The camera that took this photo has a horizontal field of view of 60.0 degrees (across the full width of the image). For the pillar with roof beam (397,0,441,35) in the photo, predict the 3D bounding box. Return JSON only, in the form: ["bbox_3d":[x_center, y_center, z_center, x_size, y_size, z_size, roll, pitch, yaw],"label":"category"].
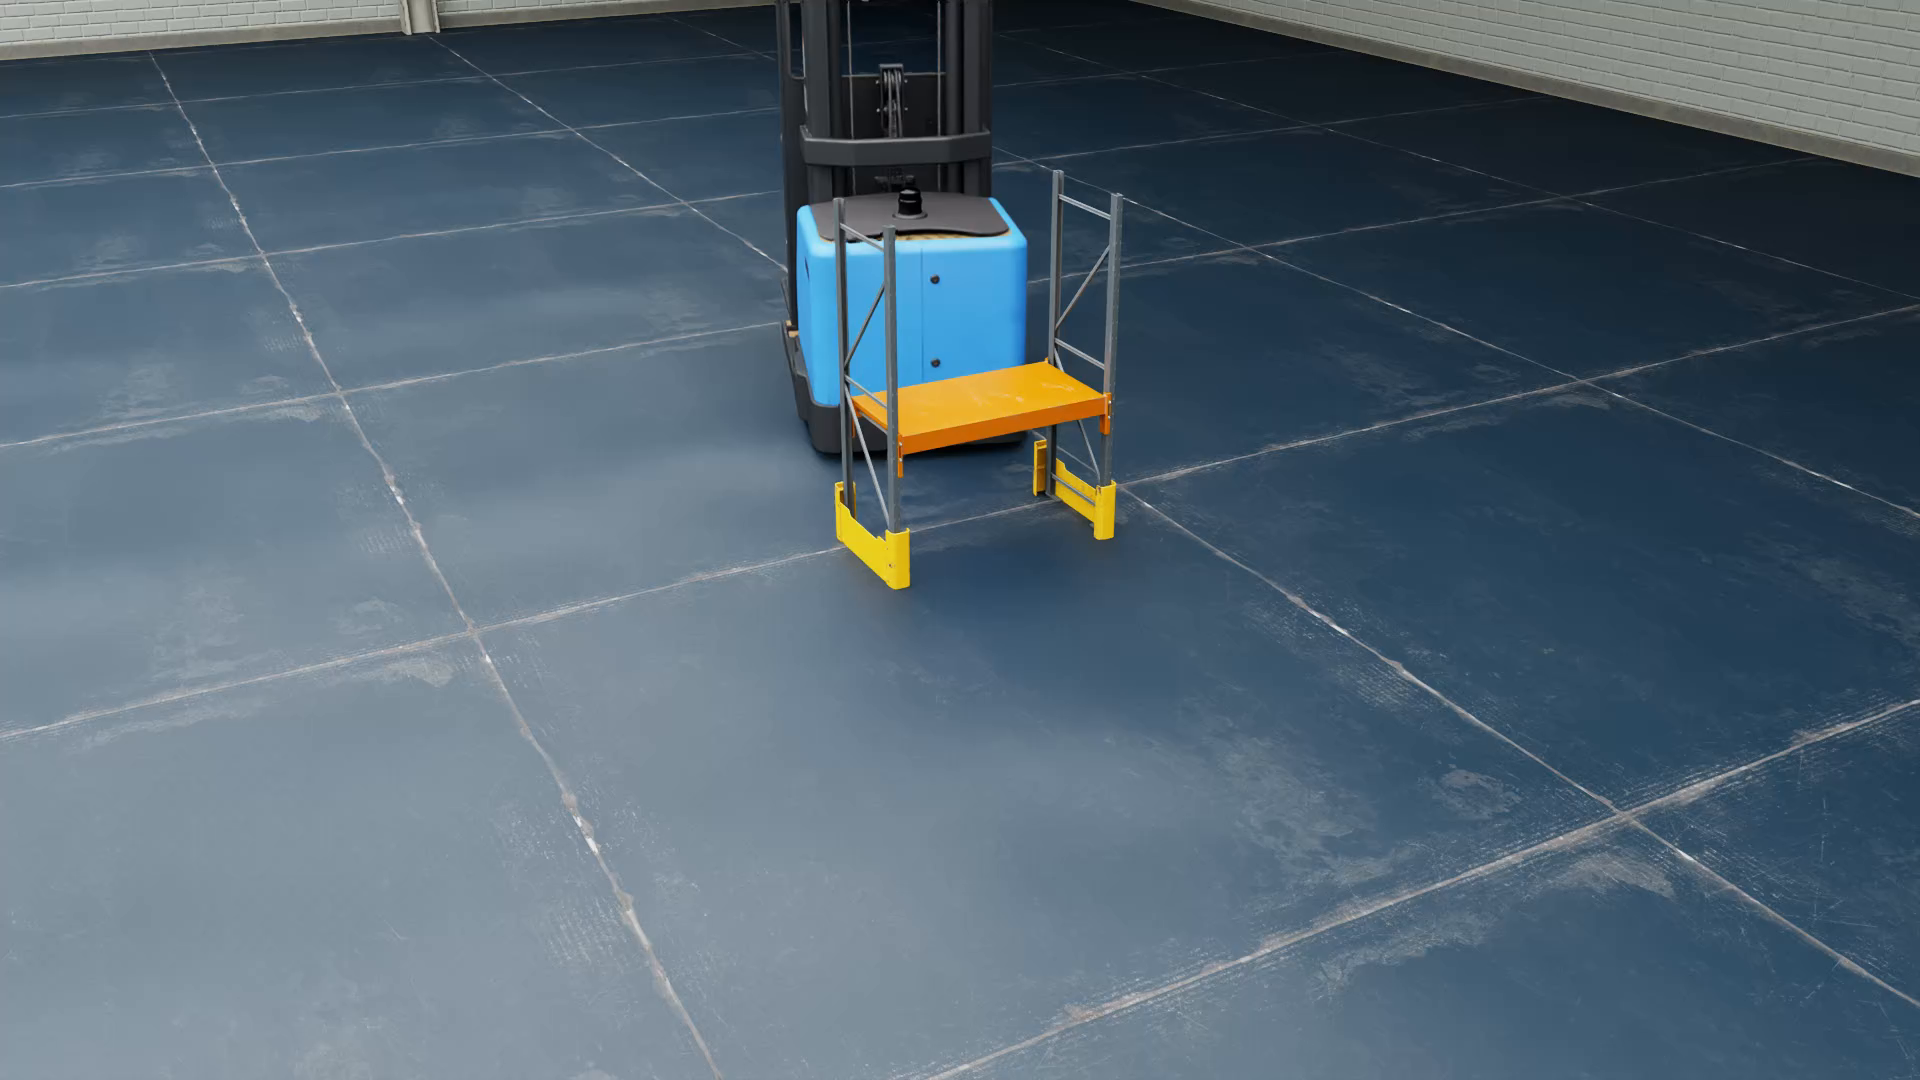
[{"bbox_3d":[-4.444,-8.517,14.592,0.400,9.000,9.100,-13,29,-25],"label":"pillar with roof beam"}]

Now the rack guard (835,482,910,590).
[{"bbox_3d":[-0.372,-0.027,7.017,0.087,0.250,0.587,-13,29,-25],"label":"rack guard"}]

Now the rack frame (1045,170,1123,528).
[{"bbox_3d":[0.524,-0.797,7.177,0.032,1.500,0.500,-13,29,-25],"label":"rack frame"}]

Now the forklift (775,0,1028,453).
[{"bbox_3d":[-0.419,-2.347,8.751,1.130,2.935,3.031,-4,26,-8],"label":"forklift"}]

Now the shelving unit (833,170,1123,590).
[{"bbox_3d":[0.067,-0.692,6.958,1.083,1.500,0.587,-13,29,-25],"label":"shelving unit"}]

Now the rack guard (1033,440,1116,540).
[{"bbox_3d":[0.507,-0.230,7.439,0.087,0.250,0.587,-13,29,-25],"label":"rack guard"}]

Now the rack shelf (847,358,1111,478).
[{"bbox_3d":[0.075,-0.531,7.039,1.000,0.185,0.538,-13,29,-25],"label":"rack shelf"}]

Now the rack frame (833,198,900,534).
[{"bbox_3d":[-0.373,-0.590,6.746,0.032,1.500,0.500,-13,29,-25],"label":"rack frame"}]
